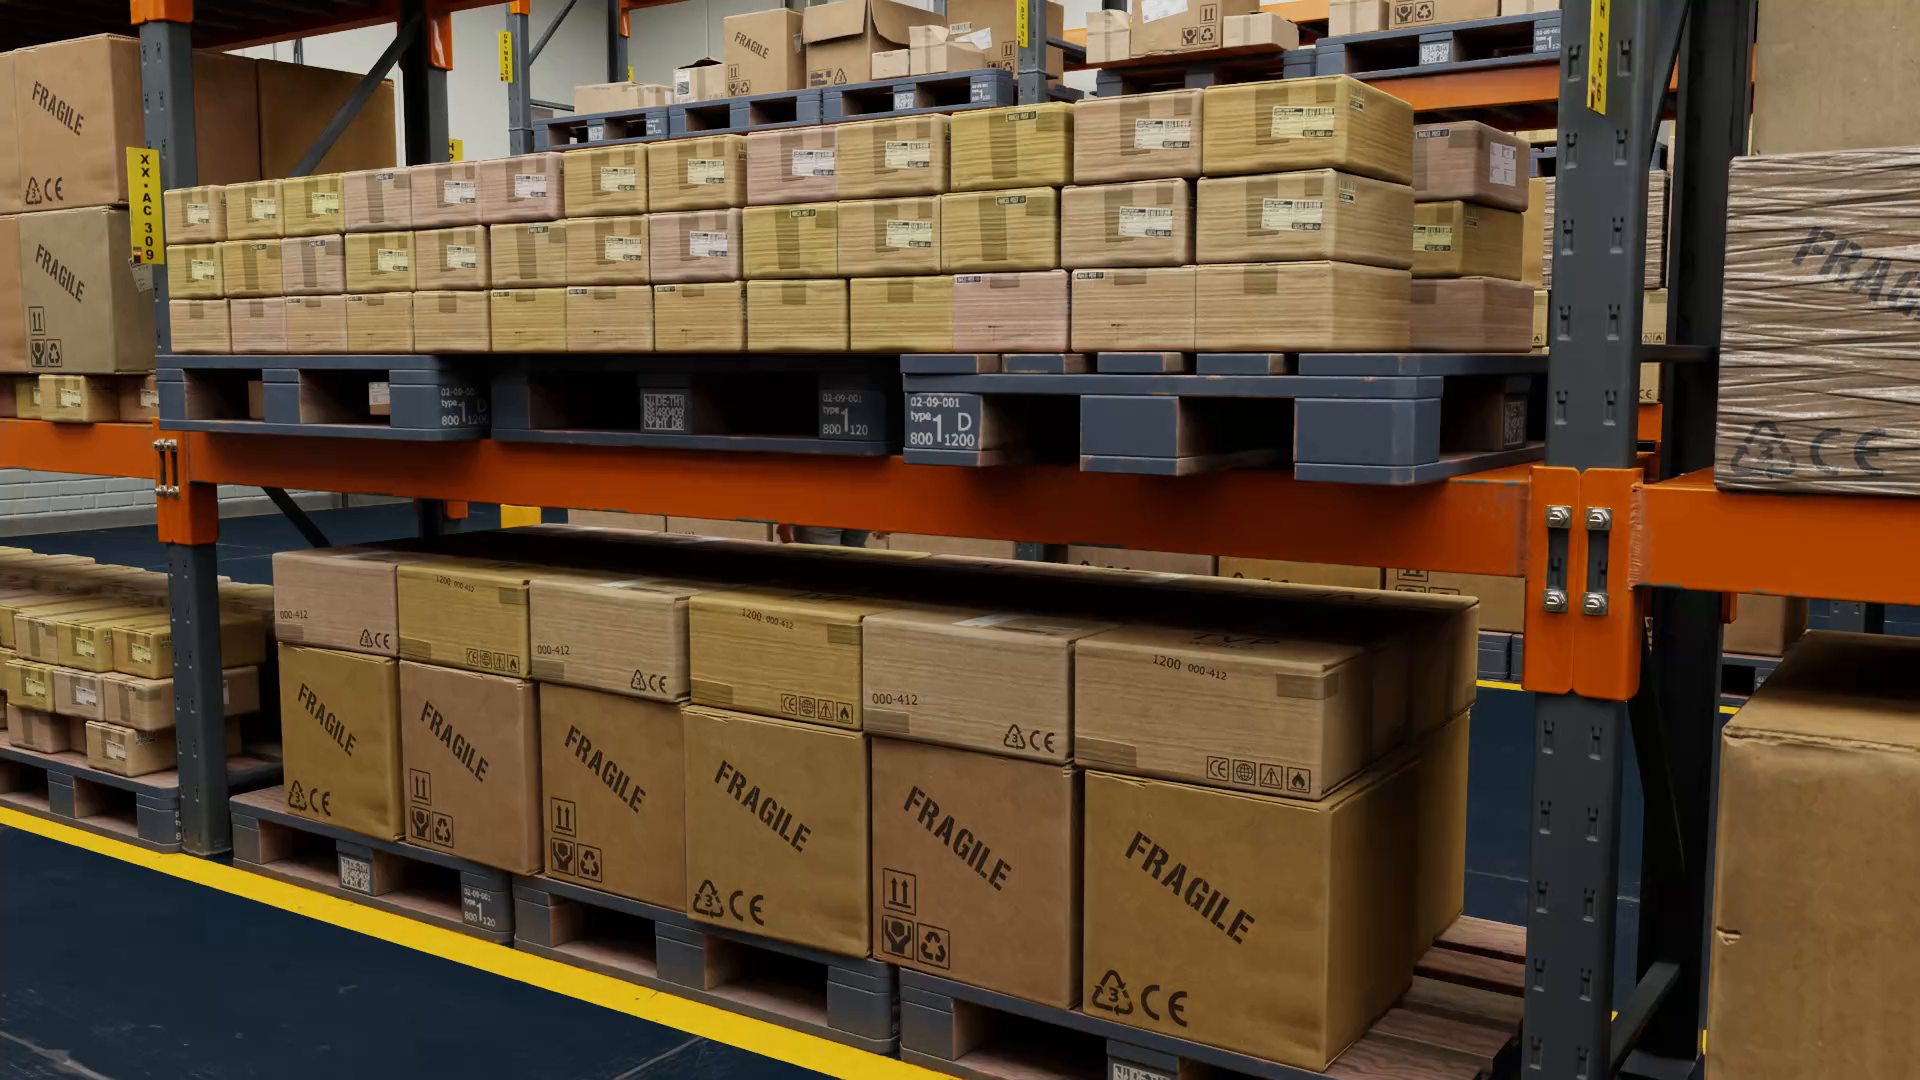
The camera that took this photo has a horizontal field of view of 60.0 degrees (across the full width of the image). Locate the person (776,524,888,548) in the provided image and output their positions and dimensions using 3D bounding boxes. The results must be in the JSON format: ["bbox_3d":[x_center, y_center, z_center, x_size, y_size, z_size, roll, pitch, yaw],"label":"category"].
[{"bbox_3d":[-0.594,-0.165,7.170,0.572,1.763,0.743,-6,8,-42],"label":"person"}]
